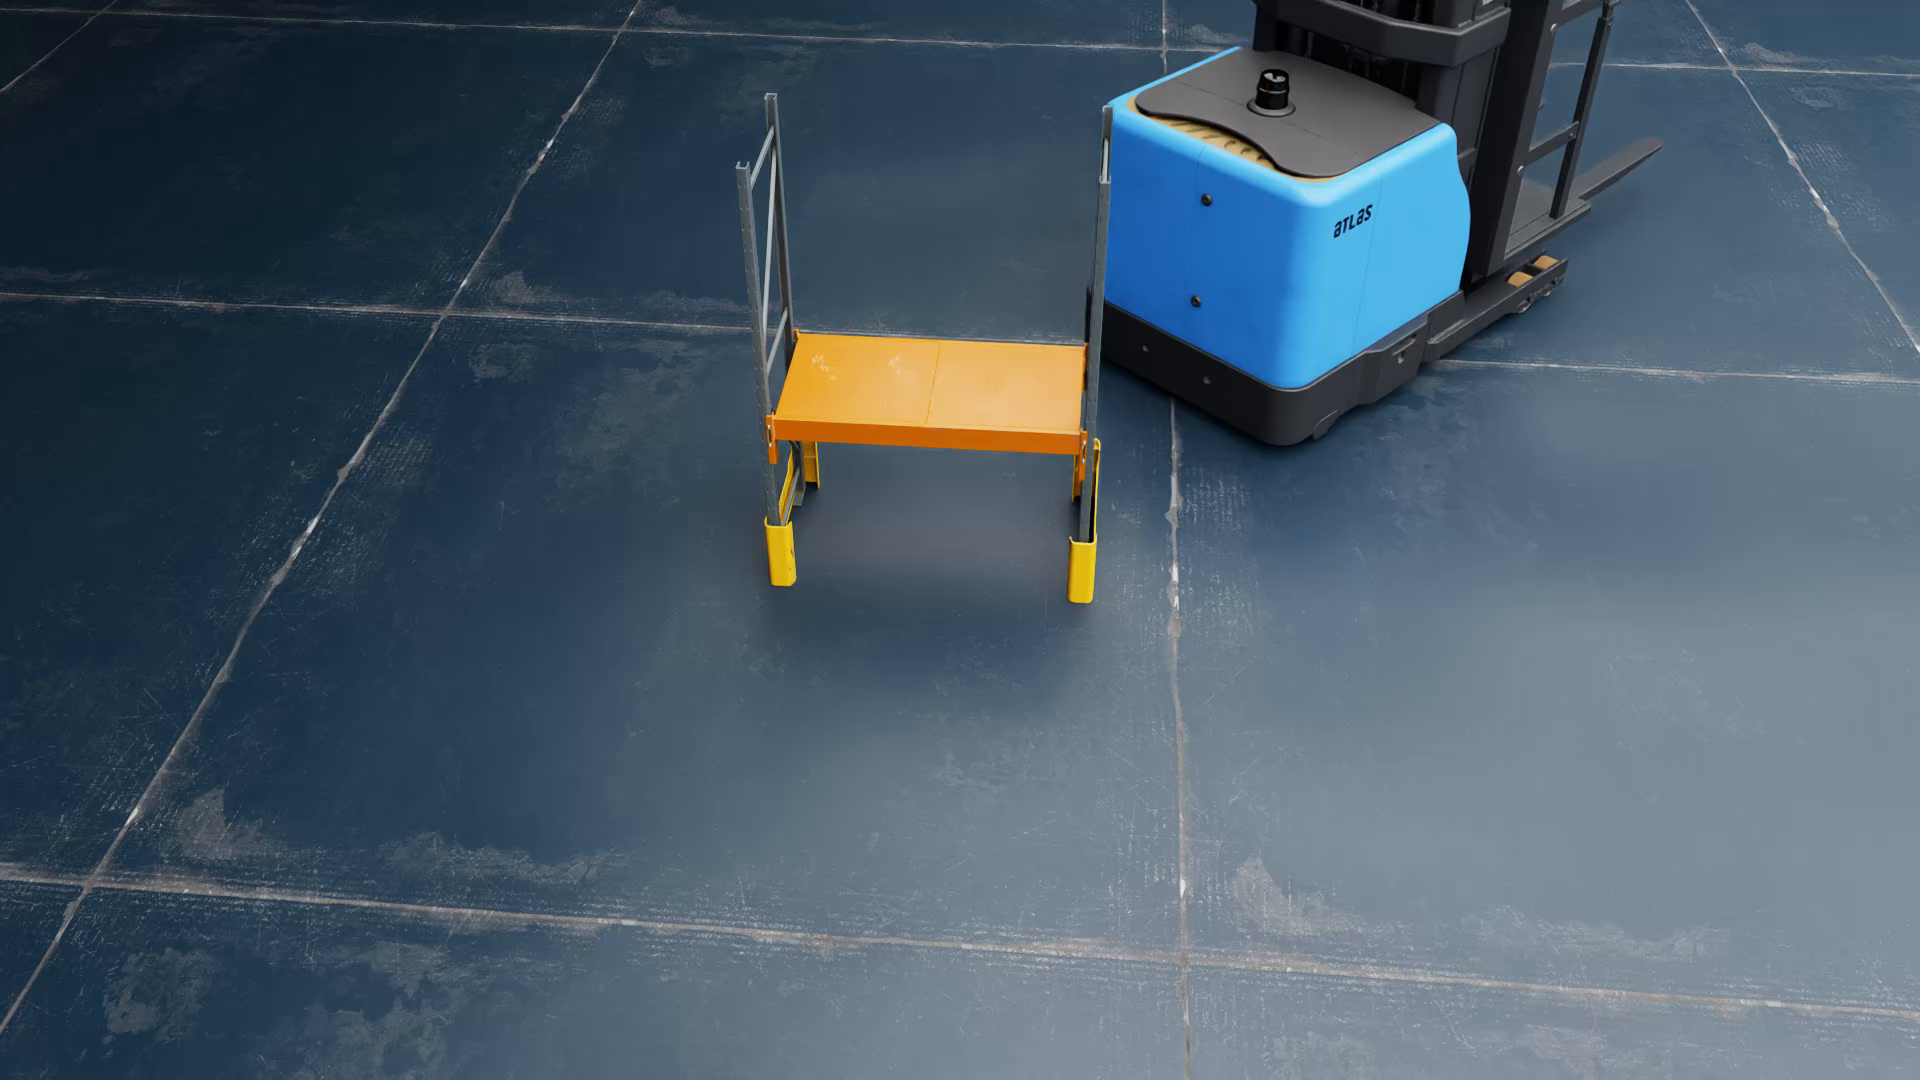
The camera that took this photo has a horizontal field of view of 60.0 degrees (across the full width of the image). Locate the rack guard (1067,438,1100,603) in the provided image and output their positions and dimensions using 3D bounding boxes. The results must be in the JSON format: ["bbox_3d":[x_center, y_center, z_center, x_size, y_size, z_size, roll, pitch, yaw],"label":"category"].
[{"bbox_3d":[0.420,-0.074,5.643,0.087,0.250,0.587,3,39,4],"label":"rack guard"}]

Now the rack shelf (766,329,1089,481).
[{"bbox_3d":[-0.085,-0.447,5.396,1.000,0.185,0.538,3,39,4],"label":"rack shelf"}]

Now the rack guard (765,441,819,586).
[{"bbox_3d":[-0.572,-0.128,5.710,0.087,0.250,0.587,3,39,4],"label":"rack guard"}]

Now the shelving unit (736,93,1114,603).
[{"bbox_3d":[-0.076,-0.586,5.282,1.083,1.500,0.587,3,39,4],"label":"shelving unit"}]

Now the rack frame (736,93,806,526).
[{"bbox_3d":[-0.591,-0.614,5.316,0.032,1.500,0.500,3,39,4],"label":"rack frame"}]

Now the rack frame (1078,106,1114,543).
[{"bbox_3d":[0.421,-0.559,5.248,0.032,1.500,0.500,3,39,4],"label":"rack frame"}]

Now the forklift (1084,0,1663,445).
[{"bbox_3d":[1.909,-2.294,6.247,3.031,2.935,1.130,-31,48,-32],"label":"forklift"}]
